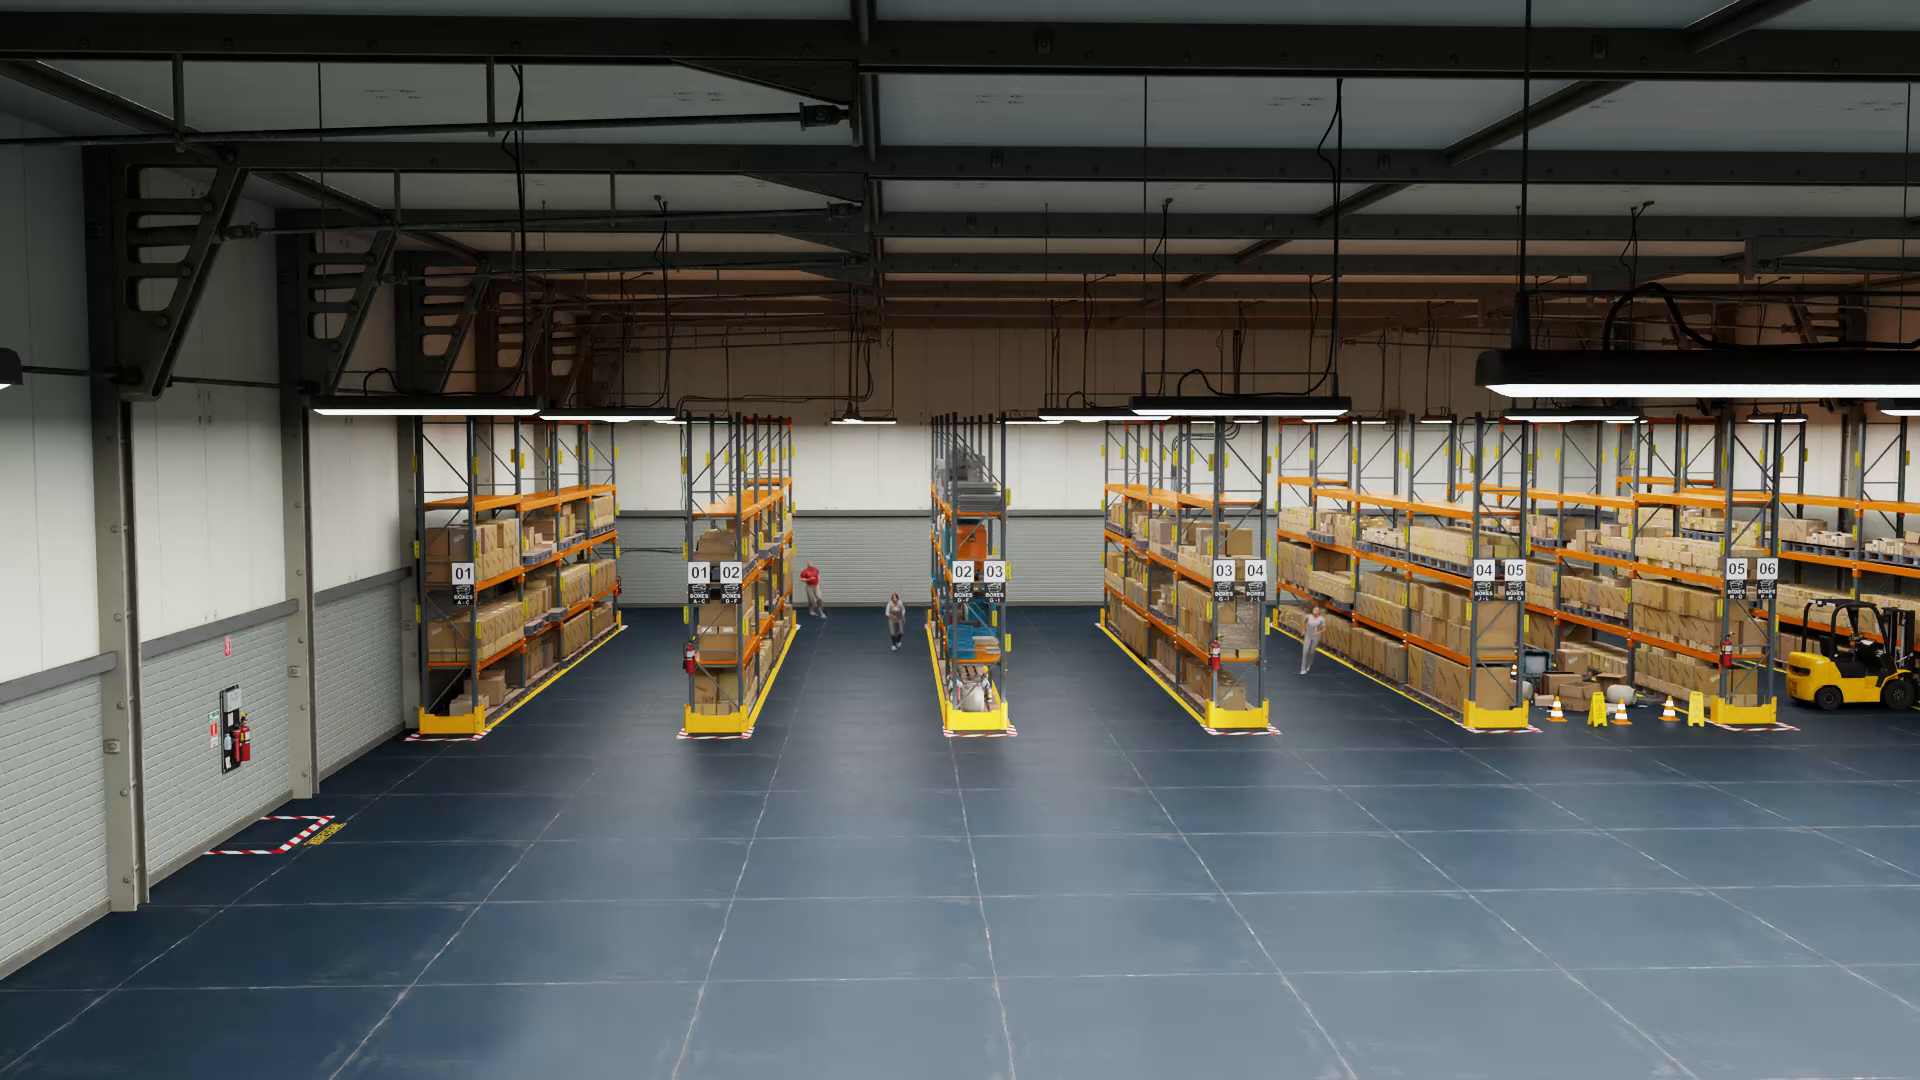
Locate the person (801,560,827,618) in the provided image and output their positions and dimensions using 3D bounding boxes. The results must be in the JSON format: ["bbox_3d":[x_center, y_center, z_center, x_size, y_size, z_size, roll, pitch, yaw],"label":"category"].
[{"bbox_3d":[-4.470,1.481,50.055,0.740,1.763,0.713,-2,4,-24],"label":"person"}]

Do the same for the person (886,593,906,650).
[{"bbox_3d":[-1.637,2.089,42.436,0.537,1.493,0.781,-1,4,-9],"label":"person"}]

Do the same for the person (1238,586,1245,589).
[{"bbox_3d":[7.825,1.687,47.460,0.721,1.684,0.708,0,4,0],"label":"person"}]

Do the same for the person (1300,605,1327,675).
[{"bbox_3d":[8.196,2.276,38.529,0.577,1.613,0.968,1,4,13],"label":"person"}]
